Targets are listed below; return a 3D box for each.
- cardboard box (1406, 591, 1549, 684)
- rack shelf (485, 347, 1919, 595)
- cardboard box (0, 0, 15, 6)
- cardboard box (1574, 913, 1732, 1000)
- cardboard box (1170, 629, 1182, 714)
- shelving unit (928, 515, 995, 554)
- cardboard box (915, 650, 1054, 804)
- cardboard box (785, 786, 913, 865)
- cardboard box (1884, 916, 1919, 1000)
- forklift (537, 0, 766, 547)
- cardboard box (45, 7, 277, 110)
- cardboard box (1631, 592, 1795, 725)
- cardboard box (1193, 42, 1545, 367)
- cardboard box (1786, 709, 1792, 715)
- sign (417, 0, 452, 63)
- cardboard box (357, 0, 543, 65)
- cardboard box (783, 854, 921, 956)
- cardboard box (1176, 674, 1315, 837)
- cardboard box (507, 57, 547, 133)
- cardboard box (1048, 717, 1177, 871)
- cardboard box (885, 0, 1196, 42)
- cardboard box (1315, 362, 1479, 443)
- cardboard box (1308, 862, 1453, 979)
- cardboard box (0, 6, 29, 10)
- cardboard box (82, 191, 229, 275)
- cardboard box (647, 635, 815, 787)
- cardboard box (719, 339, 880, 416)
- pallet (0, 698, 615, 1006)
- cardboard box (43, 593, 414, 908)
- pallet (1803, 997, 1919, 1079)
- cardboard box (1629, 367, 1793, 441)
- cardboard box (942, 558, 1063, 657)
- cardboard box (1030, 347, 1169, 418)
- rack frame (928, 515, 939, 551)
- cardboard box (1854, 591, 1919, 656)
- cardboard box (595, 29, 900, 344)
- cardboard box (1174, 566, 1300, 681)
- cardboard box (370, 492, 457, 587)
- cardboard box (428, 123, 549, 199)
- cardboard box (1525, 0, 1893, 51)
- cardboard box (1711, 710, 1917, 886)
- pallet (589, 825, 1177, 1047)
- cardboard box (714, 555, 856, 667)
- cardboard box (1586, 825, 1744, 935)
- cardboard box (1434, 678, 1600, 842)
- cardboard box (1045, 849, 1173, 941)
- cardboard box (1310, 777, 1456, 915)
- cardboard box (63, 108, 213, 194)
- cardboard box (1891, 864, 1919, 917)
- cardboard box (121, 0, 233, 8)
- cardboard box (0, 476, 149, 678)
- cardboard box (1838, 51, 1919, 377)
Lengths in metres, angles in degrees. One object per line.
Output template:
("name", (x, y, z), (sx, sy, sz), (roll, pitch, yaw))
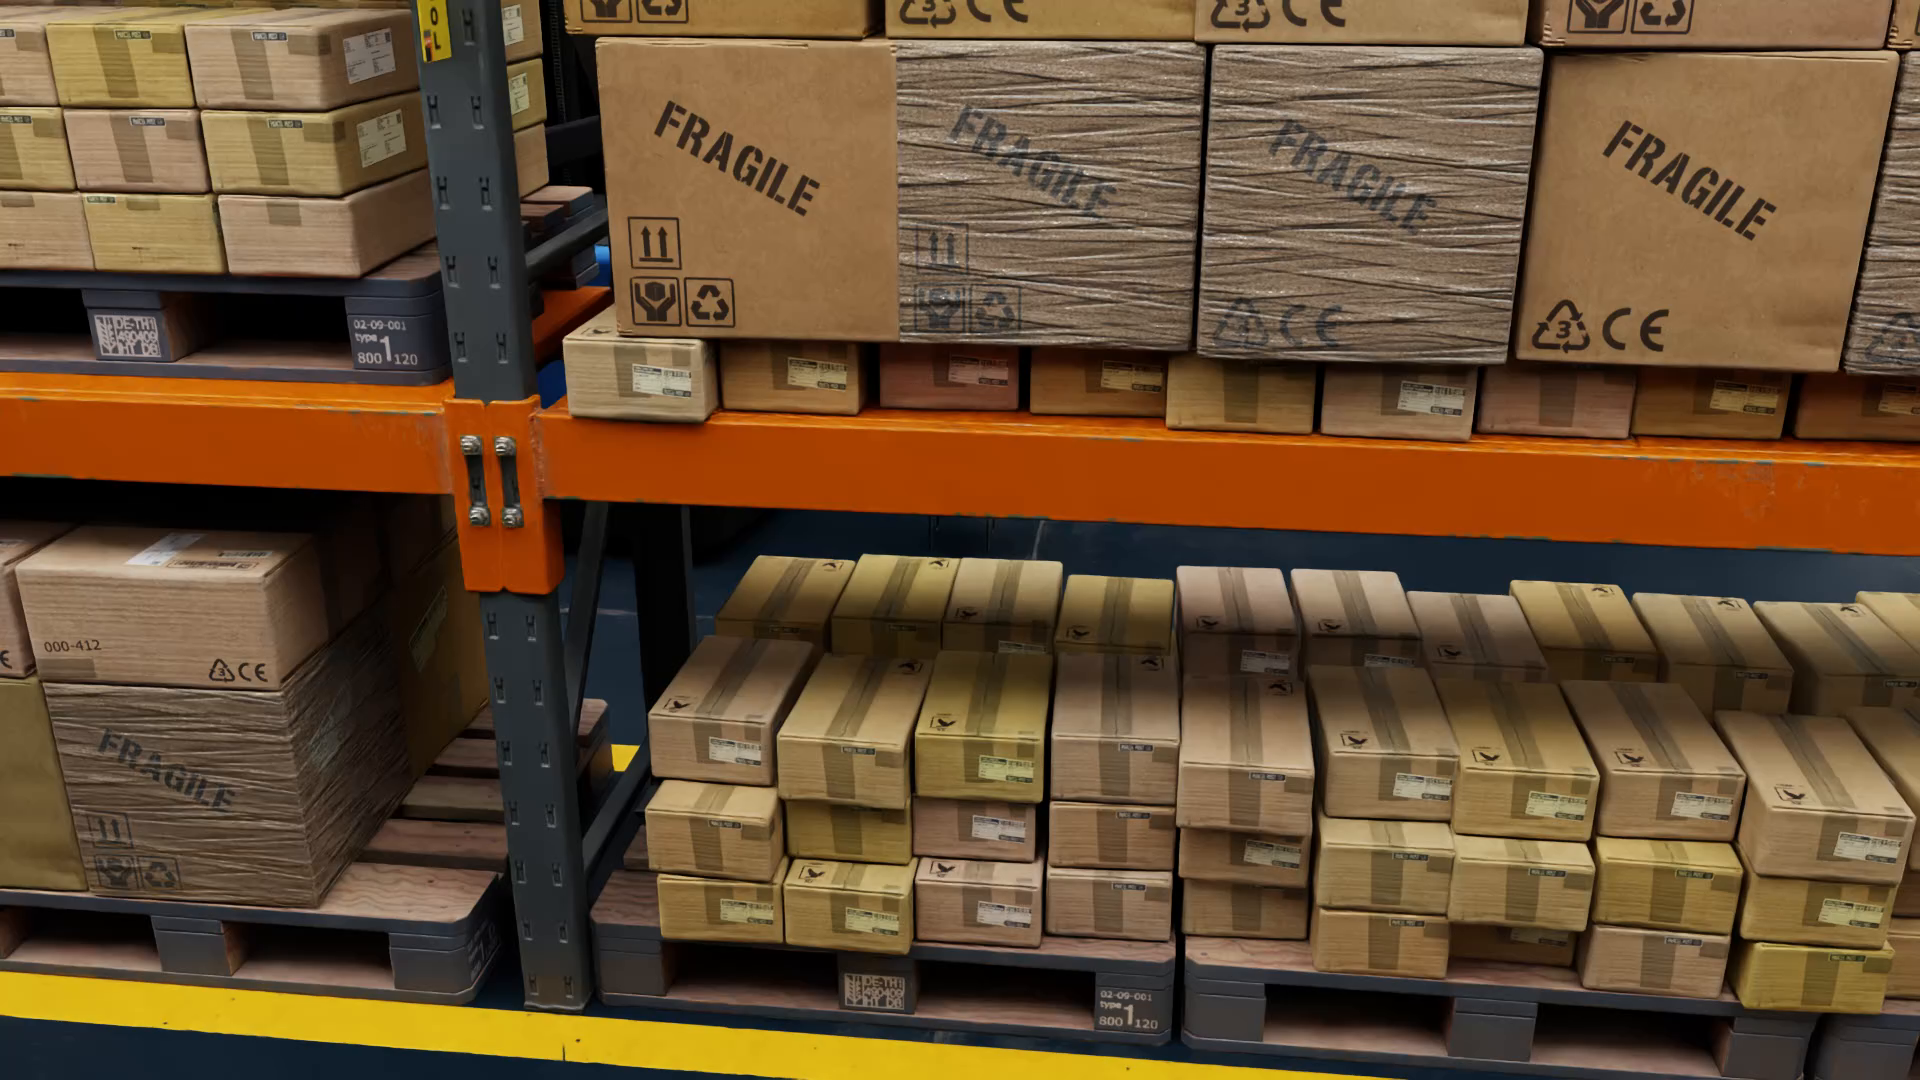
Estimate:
("cardboard box", (1.136, 0.259, 3.701), (0.250, 0.149, 0.380), (3, 22, 6))
("rack shelf", (1.201, -0.174, 3.279), (4.000, 0.370, 1.077), (2, 22, 6))
("cardboard box", (-2.156, -1.180, 3.805), (0.250, 0.149, 0.380), (2, 22, 6))
("cardboard box", (1.344, 0.732, 3.316), (0.250, 0.149, 0.380), (3, 22, 7))
("cardboard box", (0.596, 0.357, 3.858), (0.250, 0.149, 0.380), (3, 22, 8))
("shelving unit", (0.008, -0.418, 5.773), (0.210, 0.900, 0.258), (2, 22, 6))
("cardboard box", (0.056, 0.376, 3.407), (0.250, 0.149, 0.380), (2, 22, 6))
("cardboard box", (-0.201, 0.508, 3.477), (0.250, 0.149, 0.380), (3, 22, 7))
("cardboard box", (1.873, 0.739, 3.297), (0.250, 0.149, 0.380), (3, 22, 7))
("forklift", (-2.109, -1.620, 6.050), (3.031, 2.935, 1.130), (7, 23, 17))
("cardboard box", (-1.474, -0.908, 3.117), (0.250, 0.149, 0.380), (2, 22, 5))
("cardboard box", (1.653, 0.263, 3.691), (0.250, 0.149, 0.380), (3, 22, 8))
("cardboard box", (0.665, -0.613, 2.869), (0.500, 0.500, 0.500), (2, 22, 5))
("cardboard box", (1.936, 0.392, 3.770), (0.250, 0.149, 0.380), (3, 22, 8))
("sign", (-0.847, -0.931, 2.639), (0.005, 0.325, 0.100), (2, 22, 6))
("cardboard box", (-1.123, -1.135, 3.693), (0.250, 0.149, 0.380), (4, 22, 9))
("cardboard box", (-0.197, 0.680, 3.446), (0.250, 0.149, 0.380), (3, 22, 8))
("cardboard box", (0.561, 0.420, 3.296), (0.250, 0.149, 0.380), (3, 22, 7))
("cardboard box", (-1.123, -0.997, 3.747), (0.250, 0.149, 0.380), (3, 22, 7))
("cardboard box", (0.313, 0.518, 3.452), (0.250, 0.149, 0.380), (1, 22, 4))
("cardboard box", (0.150, -1.120, 2.791), (0.500, 0.500, 0.500), (2, 22, 5))
("cardboard box", (0.771, -0.307, 2.979), (0.250, 0.149, 0.380), (3, 22, 9))
("cardboard box", (0.832, 0.710, 3.371), (0.250, 0.149, 0.380), (2, 22, 5))
("cardboard box", (-1.991, -0.931, 3.176), (0.250, 0.149, 0.380), (2, 22, 6))
("cardboard box", (-1.461, -0.629, 3.223), (0.250, 0.149, 0.380), (3, 22, 7))
("cardboard box", (-0.468, 0.349, 3.474), (0.250, 0.149, 0.380), (3, 22, 8))
("cardboard box", (-0.277, -0.363, 3.119), (0.250, 0.149, 0.380), (3, 22, 8))
("pallet", (-1.559, 0.669, 3.962), (1.213, 0.211, 1.003), (2, 22, 6))
("cardboard box", (-1.550, 0.432, 3.596), (0.500, 0.500, 0.500), (2, 22, 5))
("pallet", (2.309, 0.823, 3.570), (1.213, 0.211, 1.003), (2, 22, 6))
("cardboard box", (1.296, -0.310, 2.985), (0.250, 0.149, 0.380), (3, 22, 7))
("cardboard box", (0.105, 0.184, 3.892), (0.250, 0.149, 0.380), (2, 22, 6))
("cardboard box", (0.263, -0.356, 3.103), (0.250, 0.149, 0.380), (2, 22, 4))
("rack frame", (-0.093, -0.423, 5.785), (0.006, 0.900, 0.240), (2, 22, 6))
("cardboard box", (2.183, 0.259, 3.701), (0.250, 0.149, 0.380), (2, 22, 6))
("cardboard box", (-0.323, -0.667, 3.005), (0.500, 0.500, 0.500), (2, 22, 5))
("cardboard box", (0.633, 0.202, 3.847), (0.250, 0.149, 0.380), (1, 22, 4))
("cardboard box", (-1.488, -0.105, 3.935), (0.500, 0.250, 0.500), (2, 22, 4))
("cardboard box", (-1.123, -0.859, 3.802), (0.250, 0.149, 0.380), (1, 22, 4))
("cardboard box", (1.157, -1.064, 2.650), (0.500, 0.500, 0.500), (2, 22, 4))
("cardboard box", (1.593, 0.479, 3.145), (0.250, 0.149, 0.380), (3, 22, 8))
("pallet", (-0.114, 0.718, 3.837), (1.213, 0.211, 1.003), (2, 22, 6))
("cardboard box", (-0.401, 0.179, 3.904), (0.250, 0.149, 0.380), (3, 22, 8))
("cardboard box", (1.345, 0.594, 3.259), (0.250, 0.149, 0.380), (4, 22, 9))
("cardboard box", (1.081, 0.426, 3.279), (0.250, 0.149, 0.380), (3, 22, 7))
("cardboard box", (0.313, 0.664, 3.486), (0.250, 0.149, 0.380), (2, 22, 5))
("cardboard box", (0.826, 0.572, 3.314), (0.250, 0.149, 0.380), (2, 22, 6))
("cardboard box", (-1.466, -0.768, 3.168), (0.250, 0.149, 0.380), (3, 22, 7))
("cardboard box", (1.858, 0.580, 3.294), (0.250, 0.149, 0.380), (2, 22, 6))
("cardboard box", (-1.654, -1.157, 3.748), (0.250, 0.149, 0.380), (3, 22, 7))
("cardboard box", (-2.064, 0.056, 3.526), (0.500, 0.250, 0.500), (4, 22, 9))
("cardboard box", (1.695, -0.575, 2.774), (0.500, 0.500, 0.500), (3, 22, 6))
